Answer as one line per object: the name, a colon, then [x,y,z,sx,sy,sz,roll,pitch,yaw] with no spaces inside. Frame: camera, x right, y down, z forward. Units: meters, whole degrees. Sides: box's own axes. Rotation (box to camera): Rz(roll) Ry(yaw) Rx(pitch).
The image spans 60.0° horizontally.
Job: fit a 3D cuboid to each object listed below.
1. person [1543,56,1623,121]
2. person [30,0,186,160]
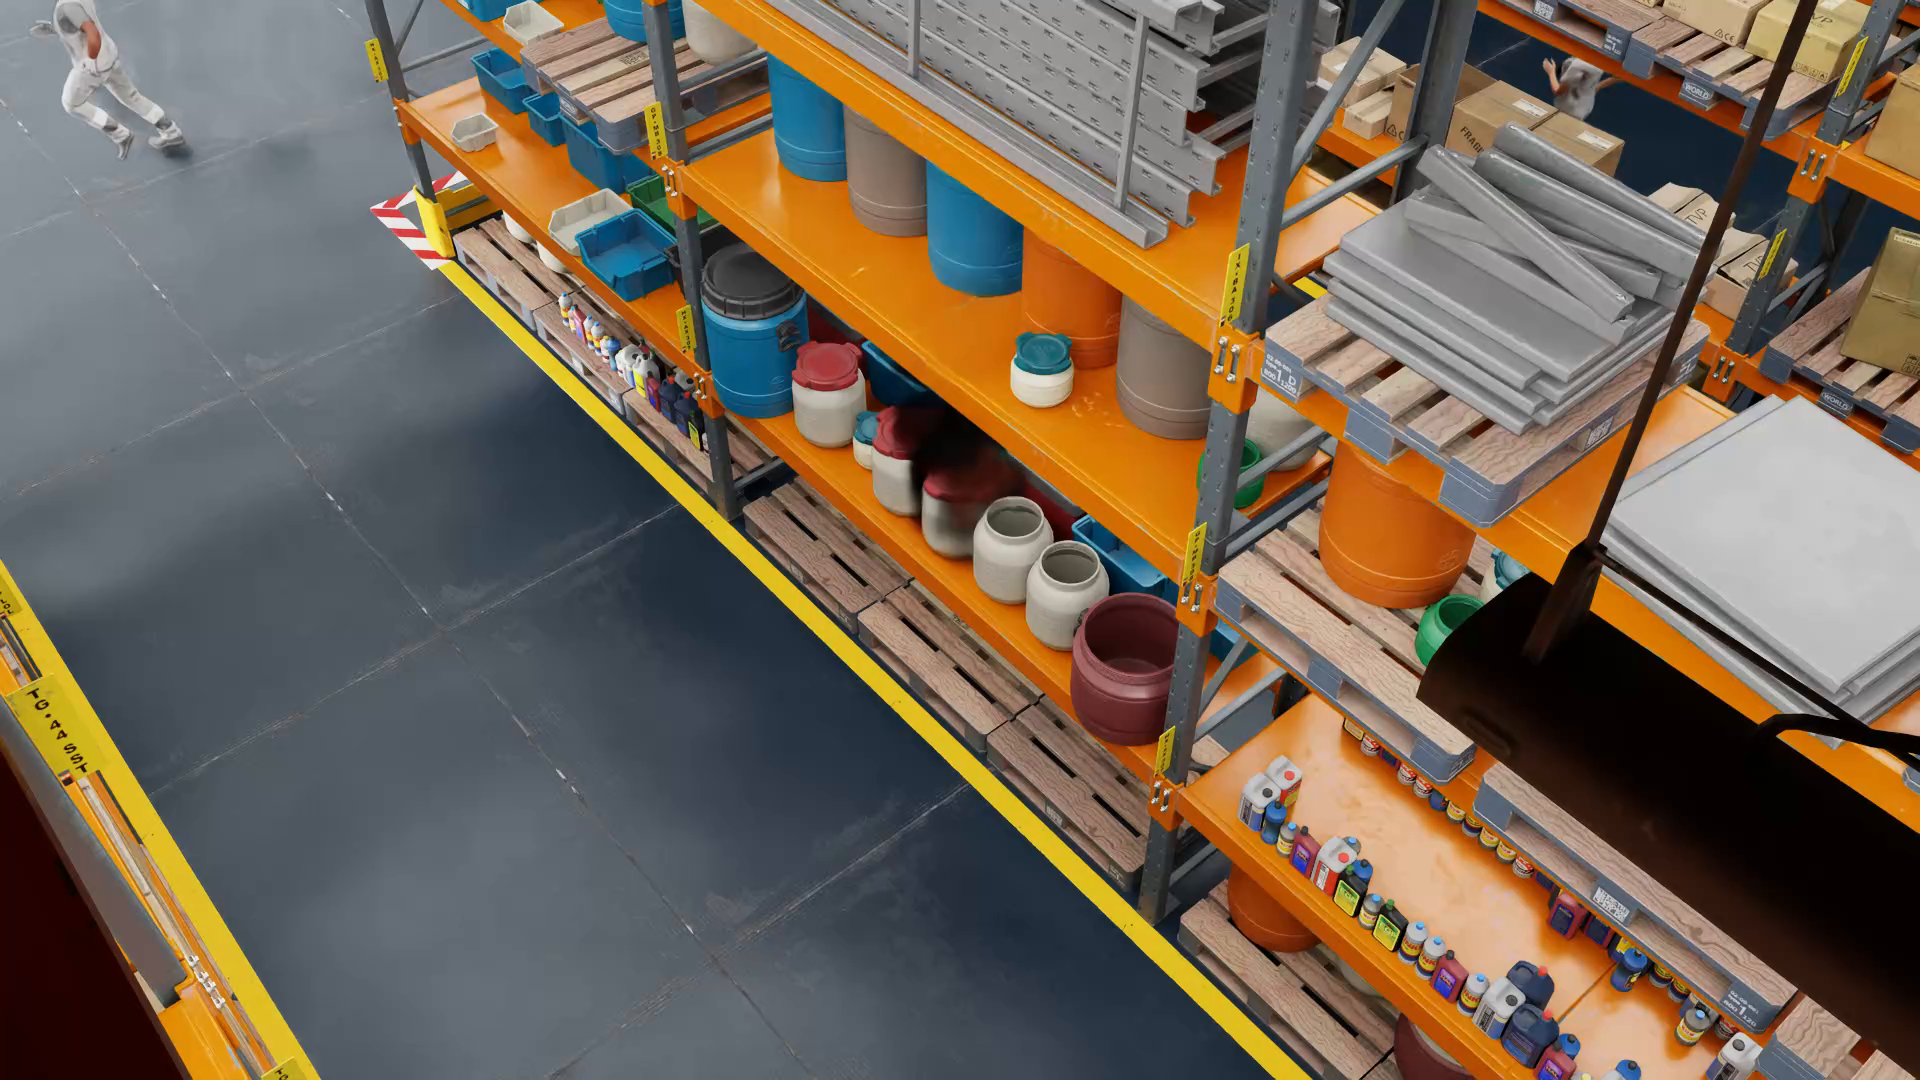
person: [4.778,-3.333,12.961,0.564,1.655,0.969,-34,55,-28]
person: [-6.974,-3.835,13.381,0.853,1.751,0.683,-3,47,-3]
